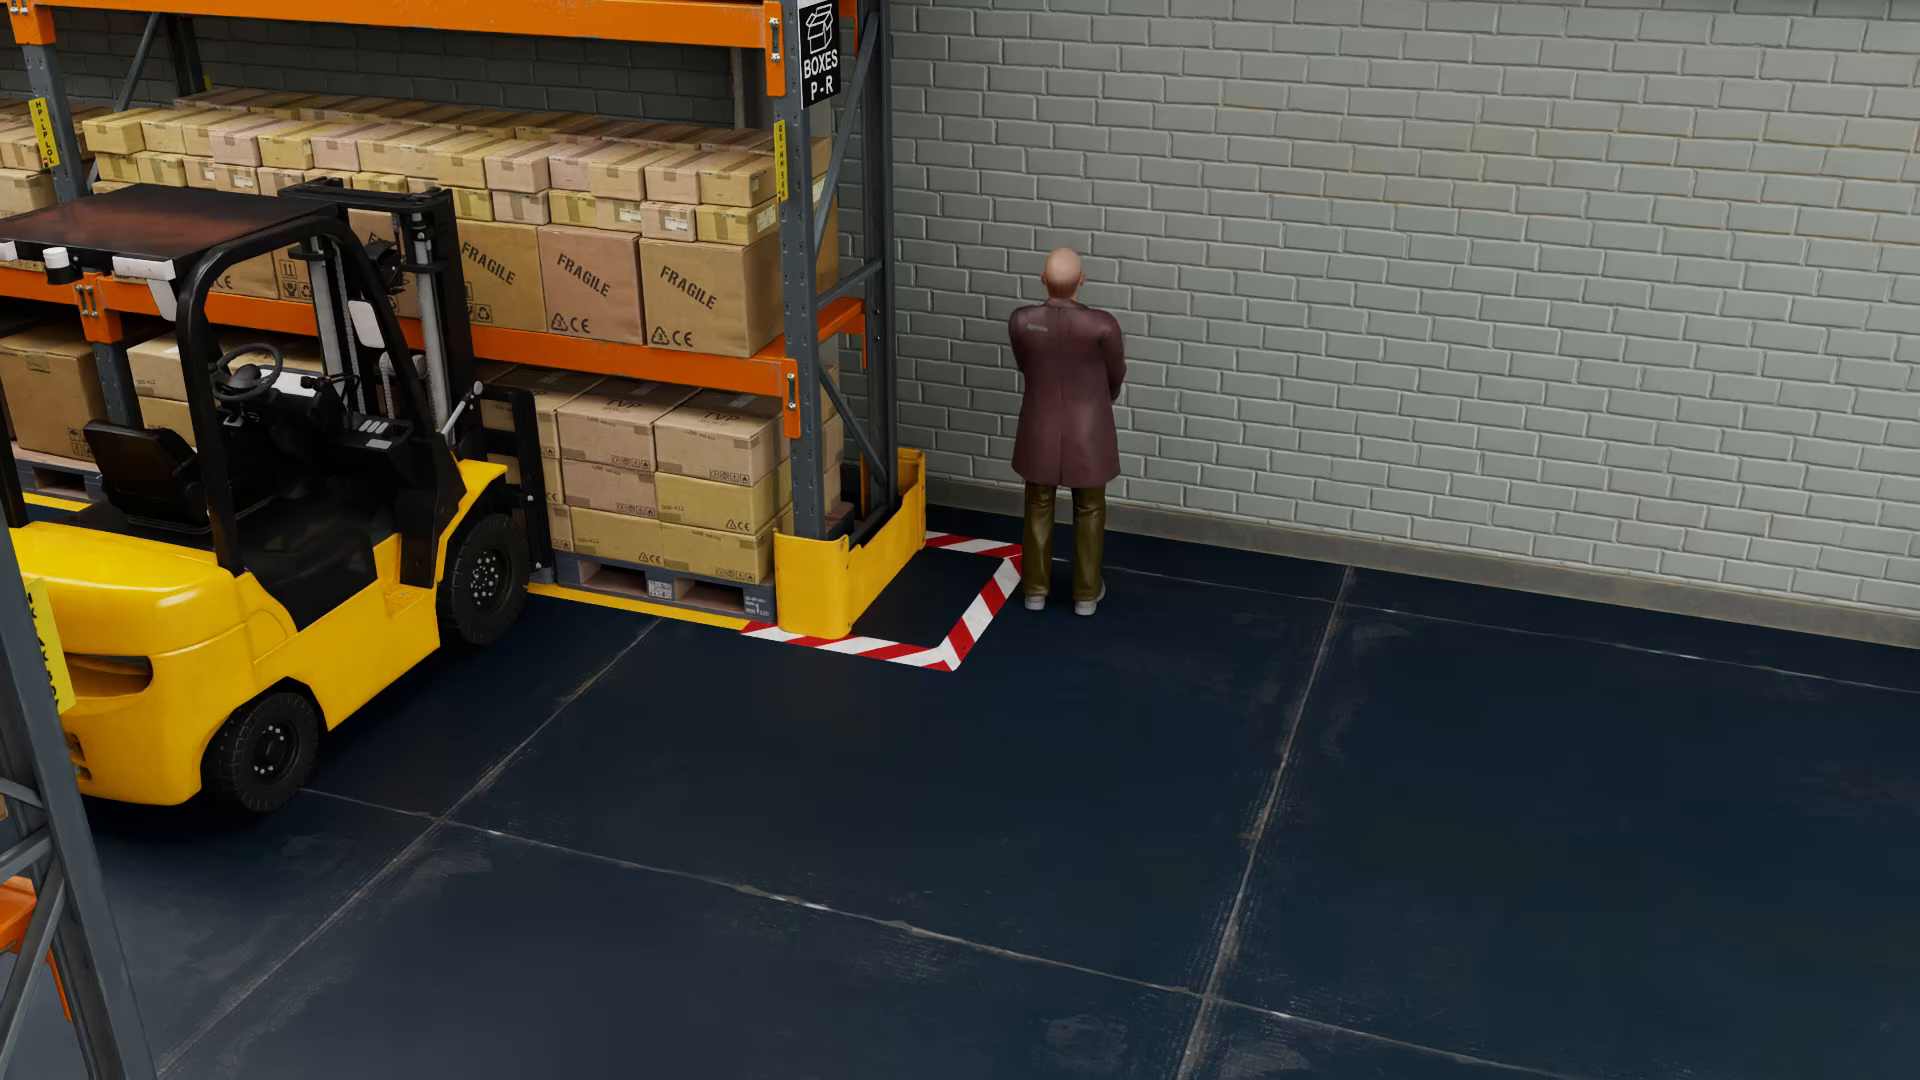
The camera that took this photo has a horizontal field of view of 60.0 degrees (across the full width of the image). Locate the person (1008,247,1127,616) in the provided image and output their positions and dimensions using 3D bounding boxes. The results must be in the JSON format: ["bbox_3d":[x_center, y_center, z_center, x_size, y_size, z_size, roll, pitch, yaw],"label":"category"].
[{"bbox_3d":[0.511,-0.543,7.780,0.534,1.770,0.562,6,26,12],"label":"person"}]
